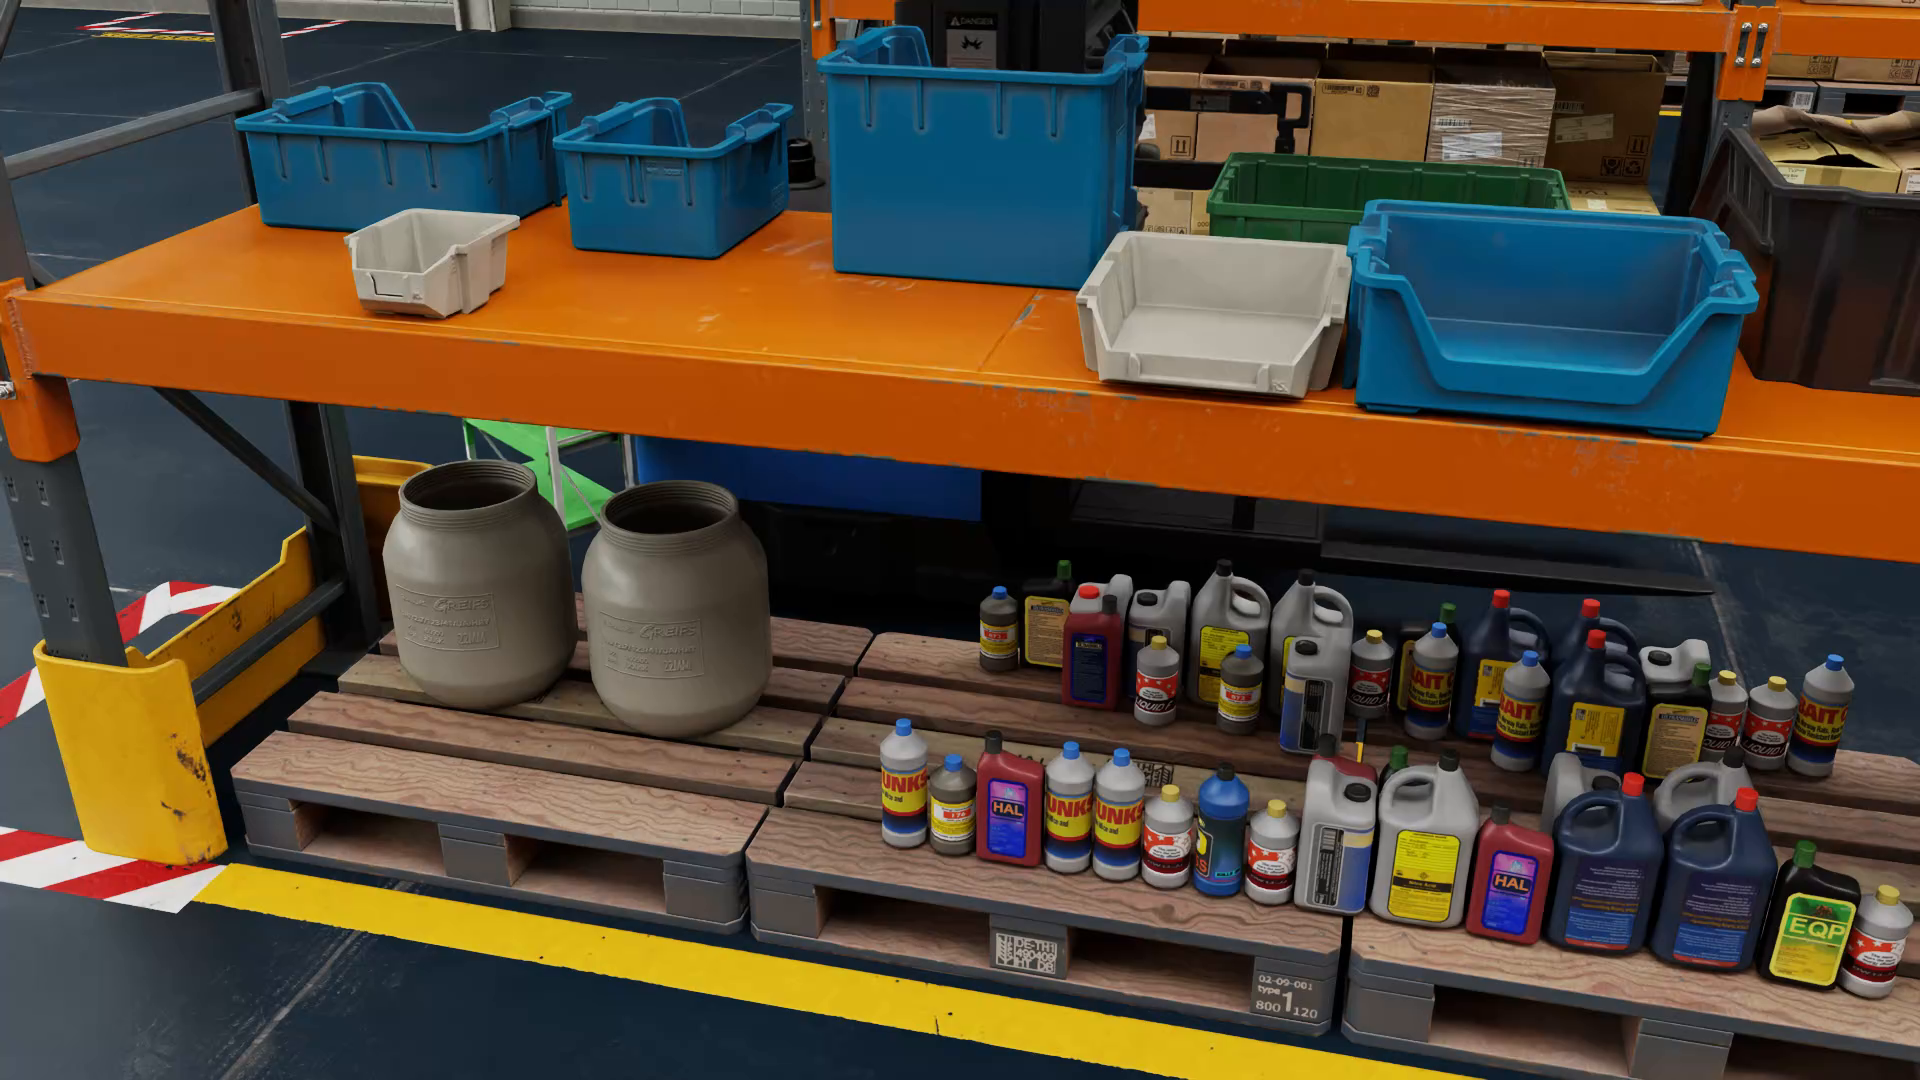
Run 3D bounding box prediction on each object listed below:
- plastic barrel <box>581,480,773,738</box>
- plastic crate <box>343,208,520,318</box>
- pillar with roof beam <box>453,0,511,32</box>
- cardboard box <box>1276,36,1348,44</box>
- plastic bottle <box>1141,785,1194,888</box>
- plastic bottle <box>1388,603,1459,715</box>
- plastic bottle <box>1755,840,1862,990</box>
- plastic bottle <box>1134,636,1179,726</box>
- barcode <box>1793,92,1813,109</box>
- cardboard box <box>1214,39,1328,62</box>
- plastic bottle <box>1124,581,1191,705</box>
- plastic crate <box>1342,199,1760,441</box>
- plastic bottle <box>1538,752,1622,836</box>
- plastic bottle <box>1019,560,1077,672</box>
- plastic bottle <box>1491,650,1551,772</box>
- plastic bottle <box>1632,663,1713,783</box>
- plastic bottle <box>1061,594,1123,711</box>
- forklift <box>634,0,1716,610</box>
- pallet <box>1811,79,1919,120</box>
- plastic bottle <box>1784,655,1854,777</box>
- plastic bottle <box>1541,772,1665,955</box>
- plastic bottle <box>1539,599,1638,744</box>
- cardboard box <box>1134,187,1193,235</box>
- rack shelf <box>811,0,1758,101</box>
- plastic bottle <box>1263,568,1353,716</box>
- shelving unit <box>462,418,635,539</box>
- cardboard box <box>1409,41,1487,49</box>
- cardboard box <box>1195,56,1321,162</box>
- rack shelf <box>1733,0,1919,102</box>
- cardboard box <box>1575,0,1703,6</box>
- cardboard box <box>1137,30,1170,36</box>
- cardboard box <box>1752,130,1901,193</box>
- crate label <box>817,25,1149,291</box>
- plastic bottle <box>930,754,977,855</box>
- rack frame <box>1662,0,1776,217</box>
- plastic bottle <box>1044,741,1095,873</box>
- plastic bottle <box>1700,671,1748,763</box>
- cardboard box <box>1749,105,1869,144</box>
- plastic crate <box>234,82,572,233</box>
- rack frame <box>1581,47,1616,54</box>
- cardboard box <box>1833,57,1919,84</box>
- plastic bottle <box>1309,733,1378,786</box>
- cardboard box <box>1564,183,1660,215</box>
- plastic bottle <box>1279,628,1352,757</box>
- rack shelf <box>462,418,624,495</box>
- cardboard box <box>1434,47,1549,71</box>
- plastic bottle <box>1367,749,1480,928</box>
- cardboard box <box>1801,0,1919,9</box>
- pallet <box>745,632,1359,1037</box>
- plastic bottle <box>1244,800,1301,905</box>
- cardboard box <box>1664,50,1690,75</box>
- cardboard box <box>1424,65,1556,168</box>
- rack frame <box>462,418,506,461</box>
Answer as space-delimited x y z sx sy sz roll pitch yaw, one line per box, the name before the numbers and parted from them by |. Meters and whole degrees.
plastic barrel | -0.650 0.157 3.836 0.421 0.512 0.421 0 25 0
plastic crate | -1.005 -0.520 3.159 0.250 0.136 0.298 6 26 13
pillar with roof beam | -5.314 -6.837 9.143 0.400 9.000 9.100 6 26 13
cardboard box | 2.574 -3.791 12.120 0.500 0.500 0.700 5 26 10
plastic bottle | 0.411 0.578 3.290 0.097 0.201 0.097 0 25 0
plastic bottle | 1.072 0.273 3.836 0.133 0.283 0.061 7 26 15
plastic bottle | 1.534 0.673 2.995 0.133 0.283 0.061 8 27 16
plastic bottle | 0.455 0.317 3.838 0.097 0.201 0.097 0 25 0
barcode | 3.463 -1.805 6.831 0.075 0.075 0.001 6 26 13
cardboard box | 1.495 -2.129 8.069 0.500 0.500 0.500 6 26 13
plastic bottle | 0.468 0.230 3.935 0.135 0.276 0.152 6 26 12
plastic crate | 0.943 -0.379 2.729 0.616 0.251 0.499 6 26 13
plastic bottle | 1.213 0.557 3.248 0.135 0.276 0.152 6 26 13
plastic bottle | 0.214 0.178 4.035 0.133 0.283 0.061 7 26 14
plastic bottle | 1.233 0.368 3.649 0.097 0.271 0.097 0 25 0
plastic bottle | 1.537 0.392 3.586 0.133 0.283 0.061 6 26 13
plastic bottle | 0.307 0.256 3.871 0.133 0.283 0.061 6 26 13
forklift | 0.612 -1.264 4.494 3.031 2.935 1.130 5 26 11
pallet | 6.489 -3.093 11.502 1.213 0.211 1.003 6 26 13
plastic bottle | 1.883 0.376 3.633 0.097 0.271 0.097 0 25 0
plastic bottle | 1.201 0.587 3.097 0.185 0.351 0.144 5 26 10
plastic bottle | 1.404 0.298 3.705 0.185 0.351 0.144 7 26 14
cardboard box | 0.879 -1.623 7.880 0.500 0.250 0.500 6 26 13
rack shelf | 1.383 -2.392 7.621 4.000 0.370 1.077 6 26 13
plastic bottle | 0.809 0.232 3.843 0.185 0.351 0.144 6 26 13
shelving unit | -1.157 -0.357 4.603 0.258 1.200 0.503 -22 33 -38
cardboard box | 3.535 -3.729 11.990 0.500 0.500 0.500 4 26 9
cardboard box | 1.362 -1.906 7.601 0.500 0.500 0.500 6 26 13
rack shelf | 5.257 -1.963 6.721 4.000 0.370 1.077 6 26 13
cardboard box | 2.888 -2.592 7.089 0.500 0.500 0.700 6 26 12
cardboard box | 1.323 -3.866 12.498 0.500 0.311 0.500 3 26 7
cardboard box | 3.658 -1.556 7.086 0.500 0.311 0.500 6 26 13
crate label | 0.058 -0.800 3.400 0.616 0.435 0.502 6 26 13
plastic bottle | -0.013 0.531 3.389 0.097 0.201 0.097 0 25 0
rack frame | 3.320 -2.502 7.016 0.127 3.000 1.000 6 26 13
plastic bottle | 0.219 0.525 3.320 0.097 0.271 0.097 0 25 0
plastic bottle | 1.686 0.386 3.693 0.097 0.201 0.097 0 25 0
cardboard box | 3.783 -1.780 7.556 0.500 0.311 0.500 6 26 13
plastic crate | -1.232 -0.873 3.766 0.616 0.251 0.499 6 26 13
rack frame | 4.550 -4.565 11.349 0.127 3.000 1.000 6 26 13
cardboard box | 6.264 -3.457 11.418 0.500 0.500 0.700 7 26 14
plastic bottle | 0.758 0.520 3.317 0.133 0.283 0.061 6 26 13
cardboard box | 2.816 -1.409 7.430 0.500 0.250 0.500 6 26 13
plastic bottle | 0.797 0.330 3.724 0.135 0.276 0.152 6 26 13
rack shelf | -1.156 -0.299 4.631 0.258 0.148 0.480 -22 33 -38
cardboard box | 2.462 -2.019 7.840 0.500 0.500 0.500 6 26 13
plastic bottle | 0.888 0.553 3.169 0.185 0.351 0.144 6 26 13
cardboard box | 3.807 -2.400 6.976 0.500 0.250 0.500 8 27 16
pallet | 0.257 0.599 3.745 1.213 0.211 1.003 6 26 13
plastic bottle | 0.610 0.600 3.244 0.097 0.201 0.097 0 25 0
cardboard box | 5.267 -3.563 11.641 0.500 0.500 0.700 7 26 15
cardboard box | 2.335 -1.806 7.392 0.500 0.500 0.500 6 26 13
rack frame | -1.322 -0.434 4.765 0.240 1.200 0.015 -22 33 -38
